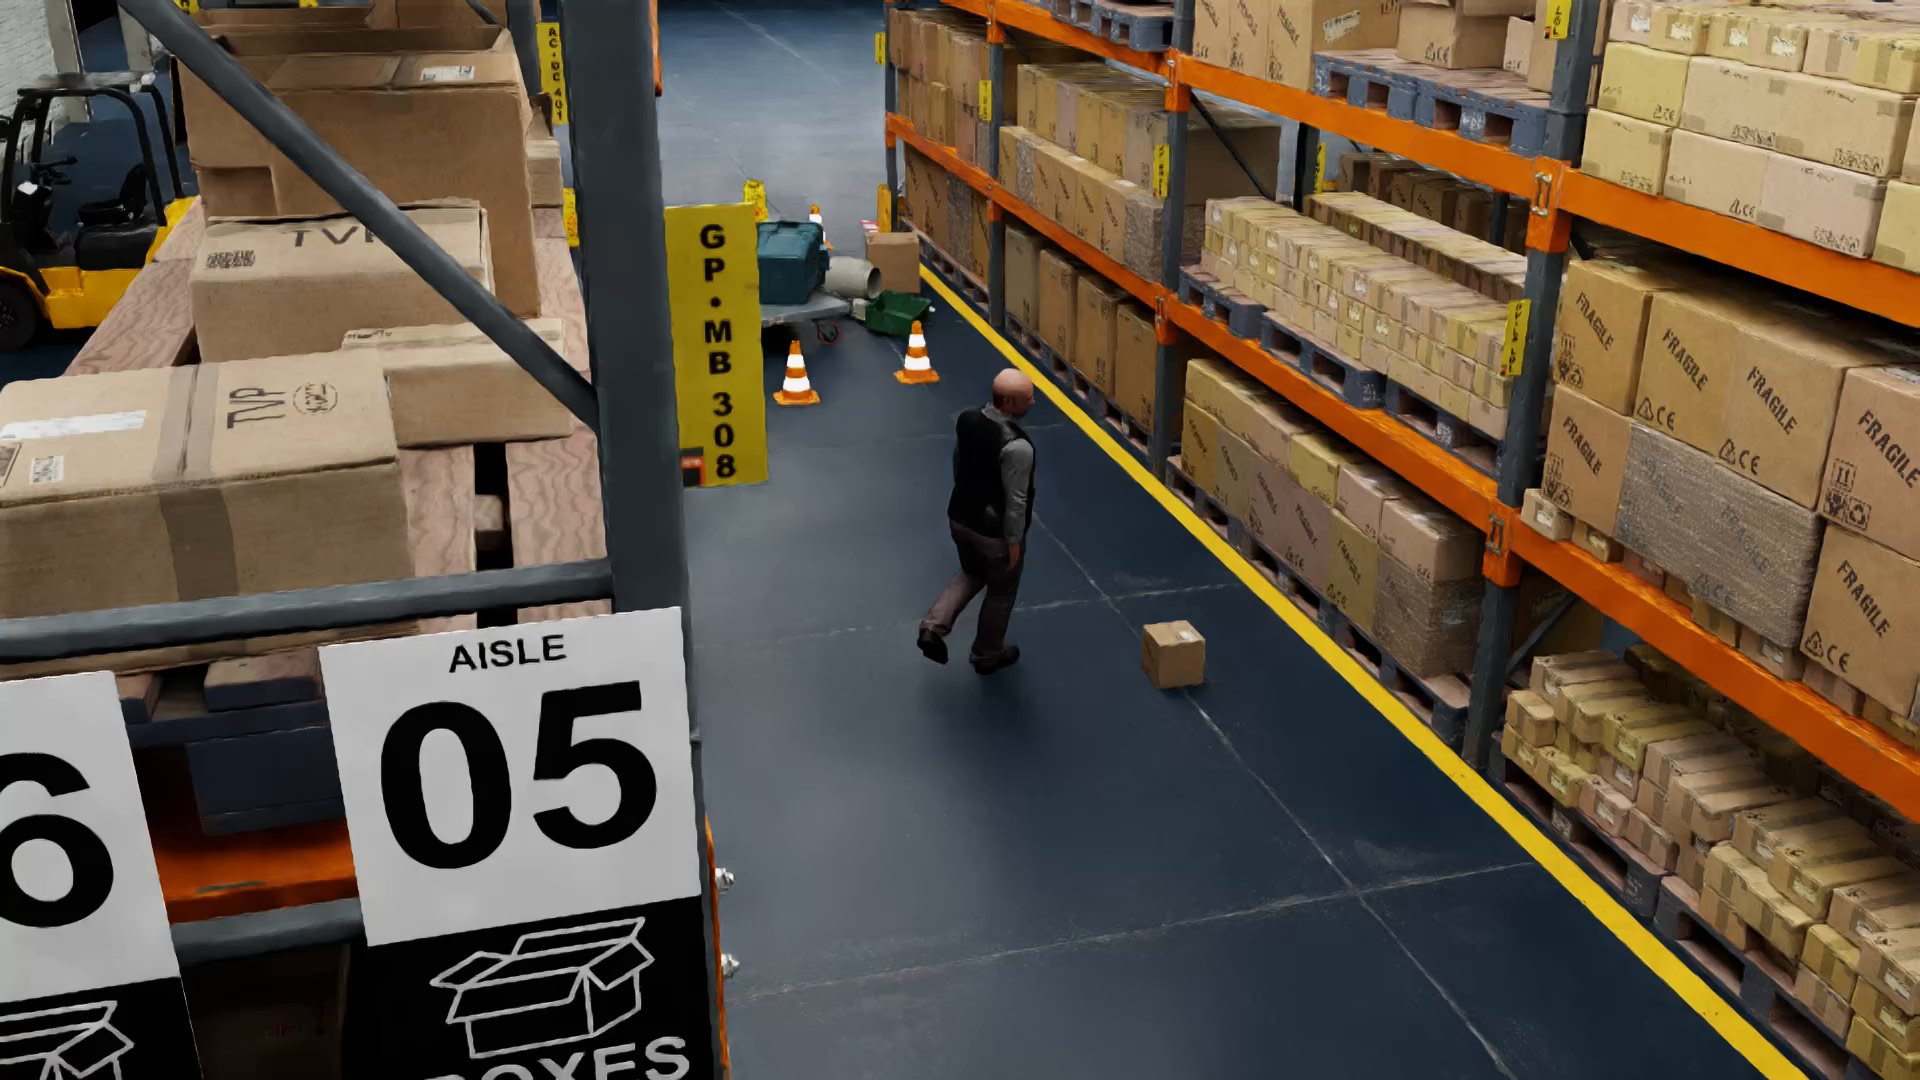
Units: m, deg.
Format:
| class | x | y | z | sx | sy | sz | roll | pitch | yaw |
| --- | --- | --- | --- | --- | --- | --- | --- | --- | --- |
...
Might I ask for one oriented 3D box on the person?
| class | x | y | z | sx | sy | sz | roll | pitch | yaw |
| --- | --- | --- | --- | --- | --- | --- | --- | --- | --- |
| person | 0.132 | -0.048 | 8.275 | 0.660 | 1.700 | 0.585 | -19 | 29 | -37 |
